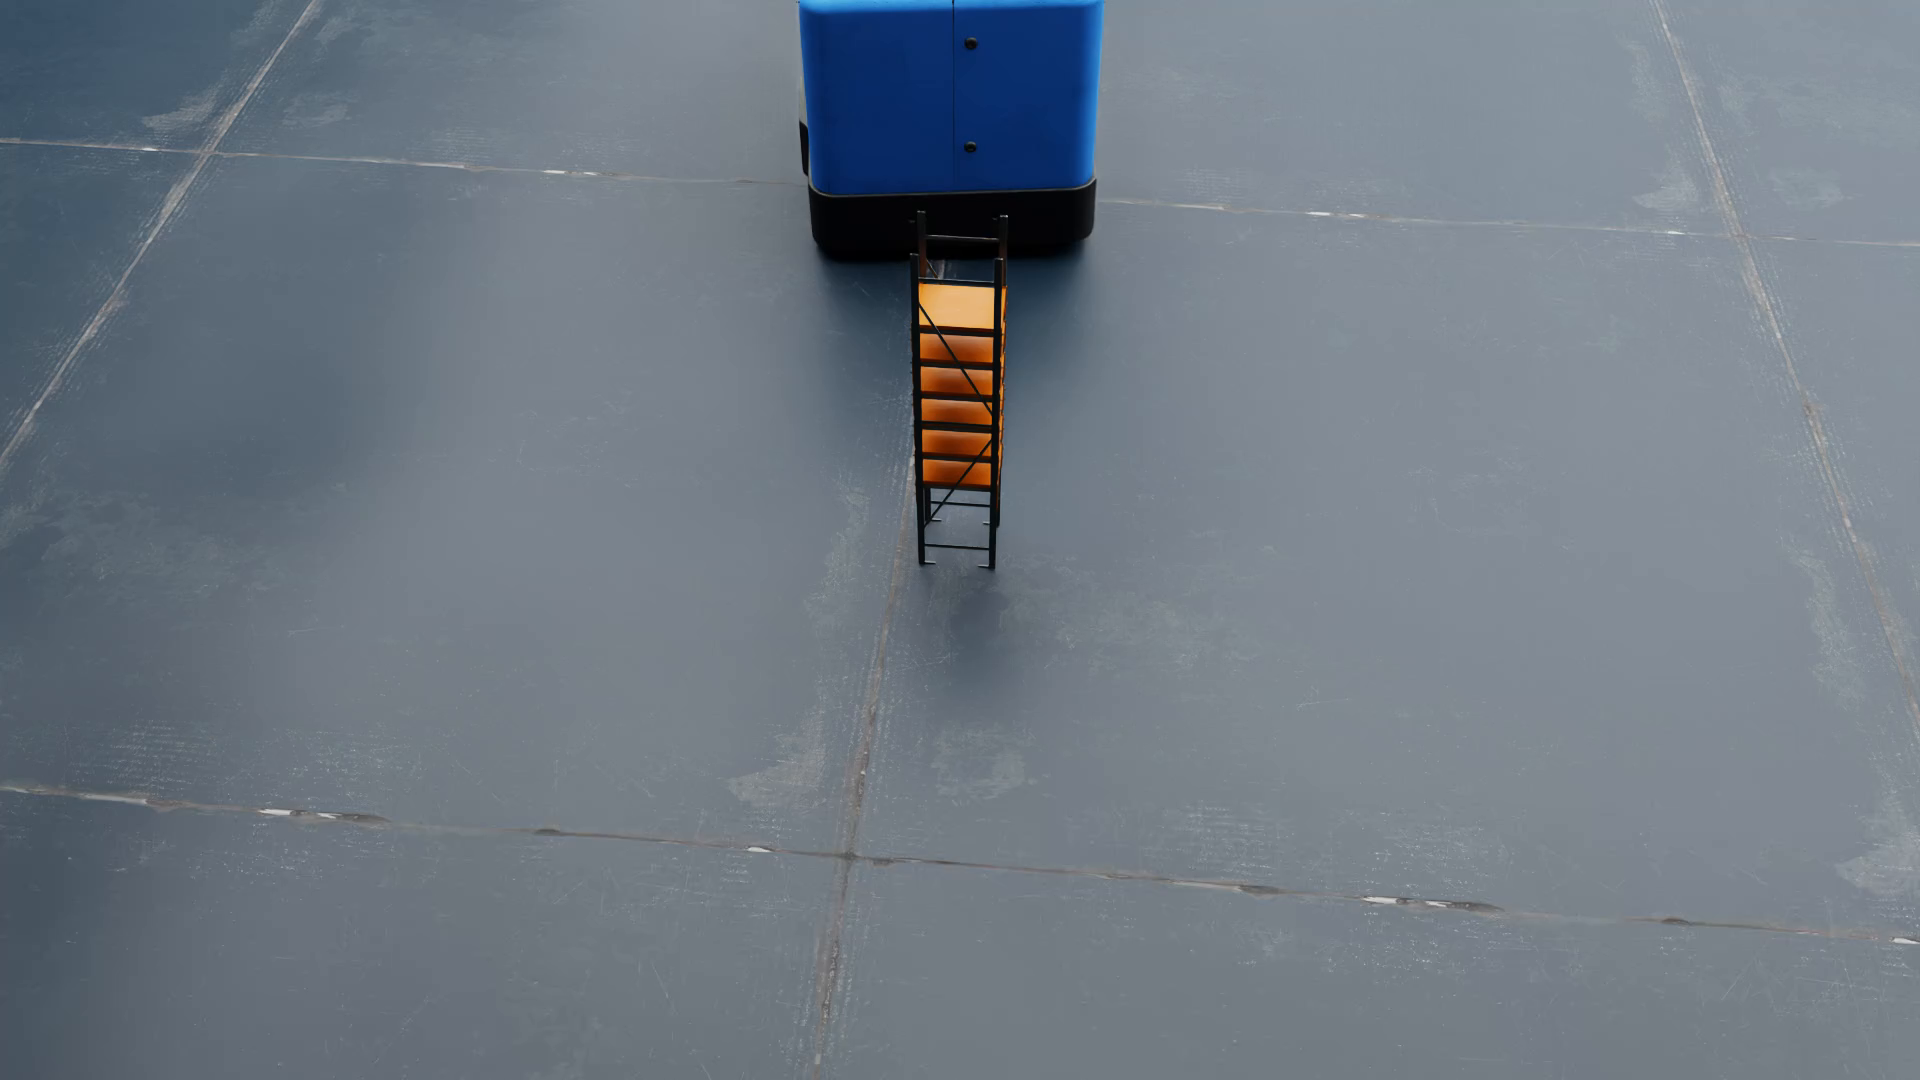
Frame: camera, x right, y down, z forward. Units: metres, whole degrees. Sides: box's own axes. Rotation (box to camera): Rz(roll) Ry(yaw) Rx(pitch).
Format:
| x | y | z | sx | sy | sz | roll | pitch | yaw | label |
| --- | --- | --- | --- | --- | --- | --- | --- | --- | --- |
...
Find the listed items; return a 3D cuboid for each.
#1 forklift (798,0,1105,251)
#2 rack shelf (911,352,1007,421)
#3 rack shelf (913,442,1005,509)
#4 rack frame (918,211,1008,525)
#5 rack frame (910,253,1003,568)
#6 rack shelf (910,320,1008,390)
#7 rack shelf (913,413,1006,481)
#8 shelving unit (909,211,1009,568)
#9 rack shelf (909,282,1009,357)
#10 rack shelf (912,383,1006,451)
| x | y | z | sx | sy | sz | roll | pitch | yaw | label |
| --- | --- | --- | --- | --- | --- | --- | --- | --- | --- |
| -0.098 | -3.138 | 6.134 | 1.130 | 2.935 | 3.031 | -2 | 48 | -2 | forklift |
| -0.001 | -0.445 | 4.742 | 0.258 | 0.103 | 0.180 | 4 | 48 | 4 | rack shelf |
| -0.001 | -0.202 | 5.007 | 0.258 | 0.103 | 0.180 | 4 | 48 | 4 | rack shelf |
| 0.007 | -0.462 | 4.859 | 0.240 | 1.200 | 0.006 | 4 | 48 | 4 | rack frame |
| -0.010 | -0.327 | 4.736 | 0.240 | 1.200 | 0.006 | 4 | 48 | 4 | rack frame |
| -0.001 | -0.526 | 4.653 | 0.258 | 0.103 | 0.180 | 4 | 48 | 4 | rack shelf |
| -0.001 | -0.283 | 4.919 | 0.258 | 0.103 | 0.180 | 4 | 48 | 4 | rack shelf |
| -0.001 | -0.394 | 4.798 | 0.258 | 1.200 | 0.189 | 4 | 48 | 4 | shelving unit |
| -0.001 | -0.607 | 4.565 | 0.258 | 0.103 | 0.180 | 4 | 48 | 4 | rack shelf |
| -0.001 | -0.364 | 4.830 | 0.258 | 0.103 | 0.180 | 4 | 48 | 4 | rack shelf |
